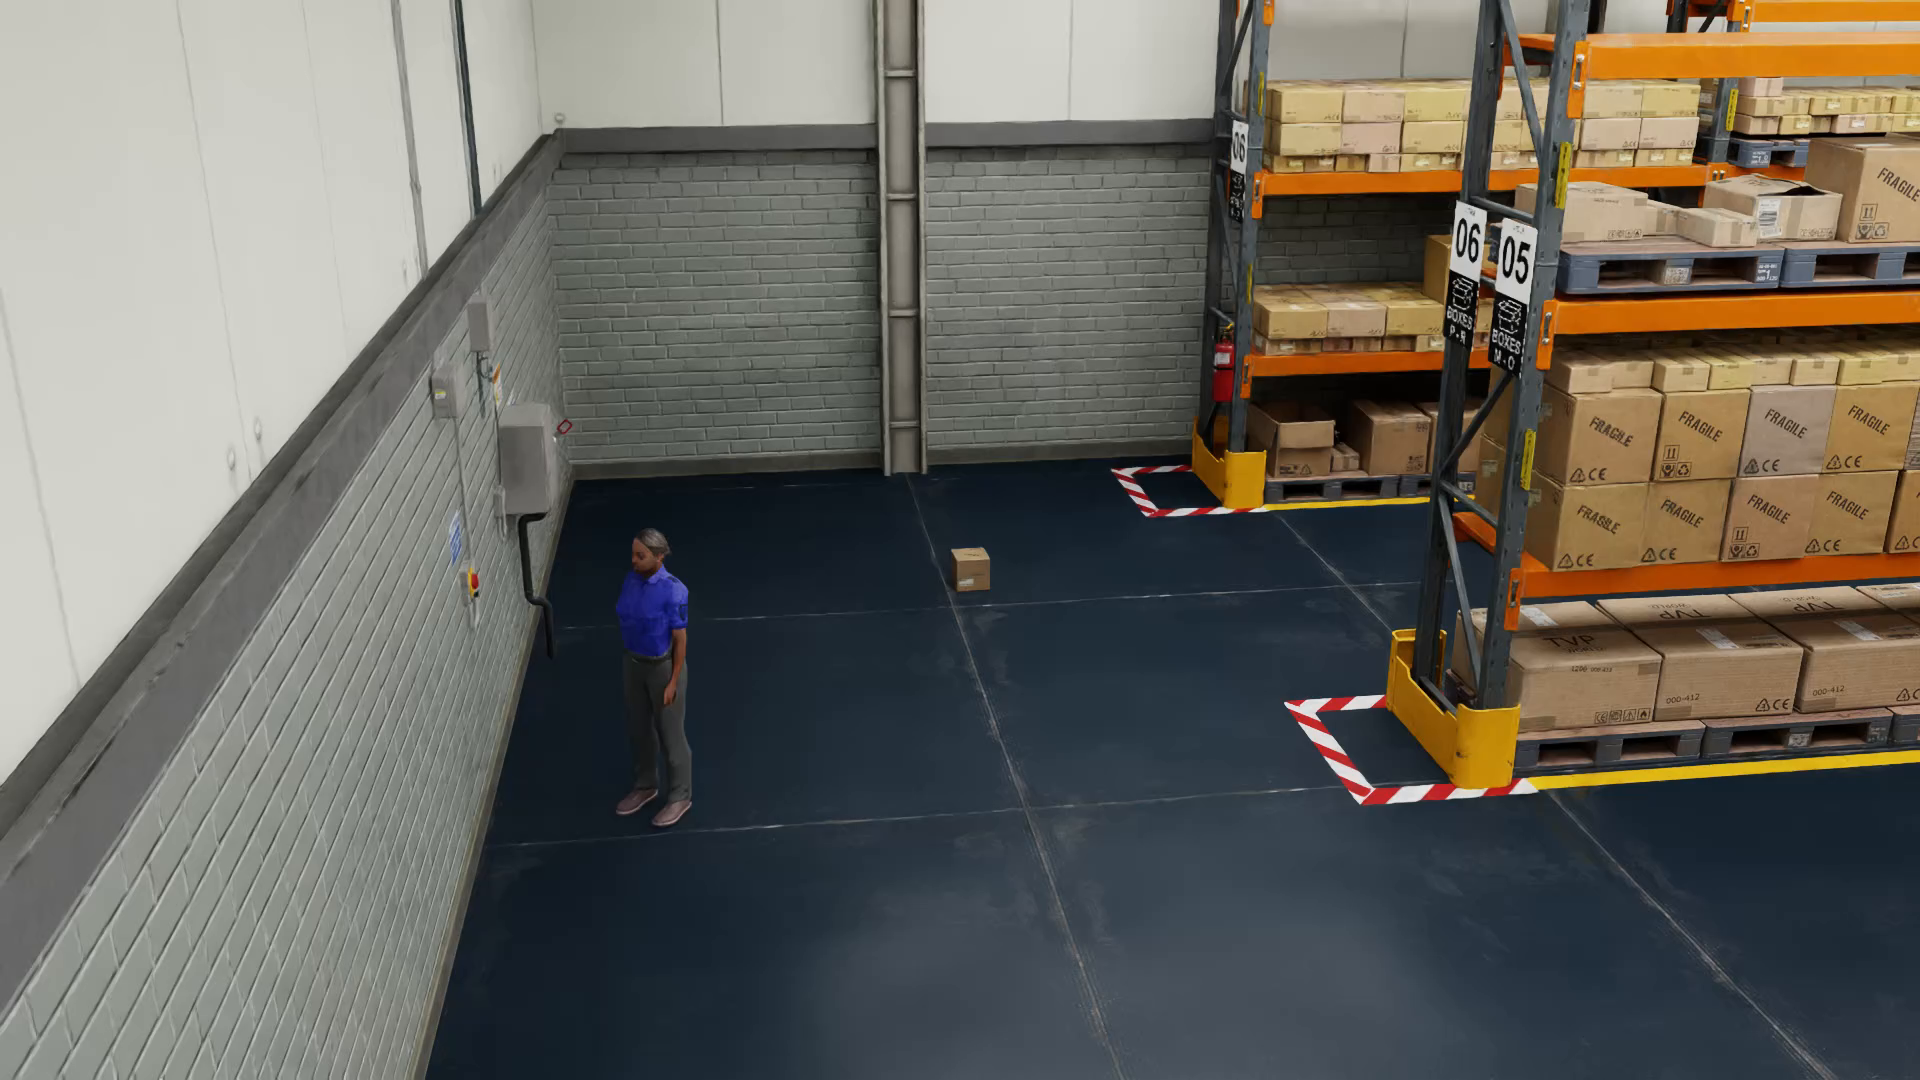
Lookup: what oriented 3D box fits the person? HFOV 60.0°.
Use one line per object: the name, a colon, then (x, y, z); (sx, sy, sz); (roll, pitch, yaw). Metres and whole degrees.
person: (-1.684, 0.743, 9.057); (0.440, 1.646, 0.357); (12, 23, 30)
